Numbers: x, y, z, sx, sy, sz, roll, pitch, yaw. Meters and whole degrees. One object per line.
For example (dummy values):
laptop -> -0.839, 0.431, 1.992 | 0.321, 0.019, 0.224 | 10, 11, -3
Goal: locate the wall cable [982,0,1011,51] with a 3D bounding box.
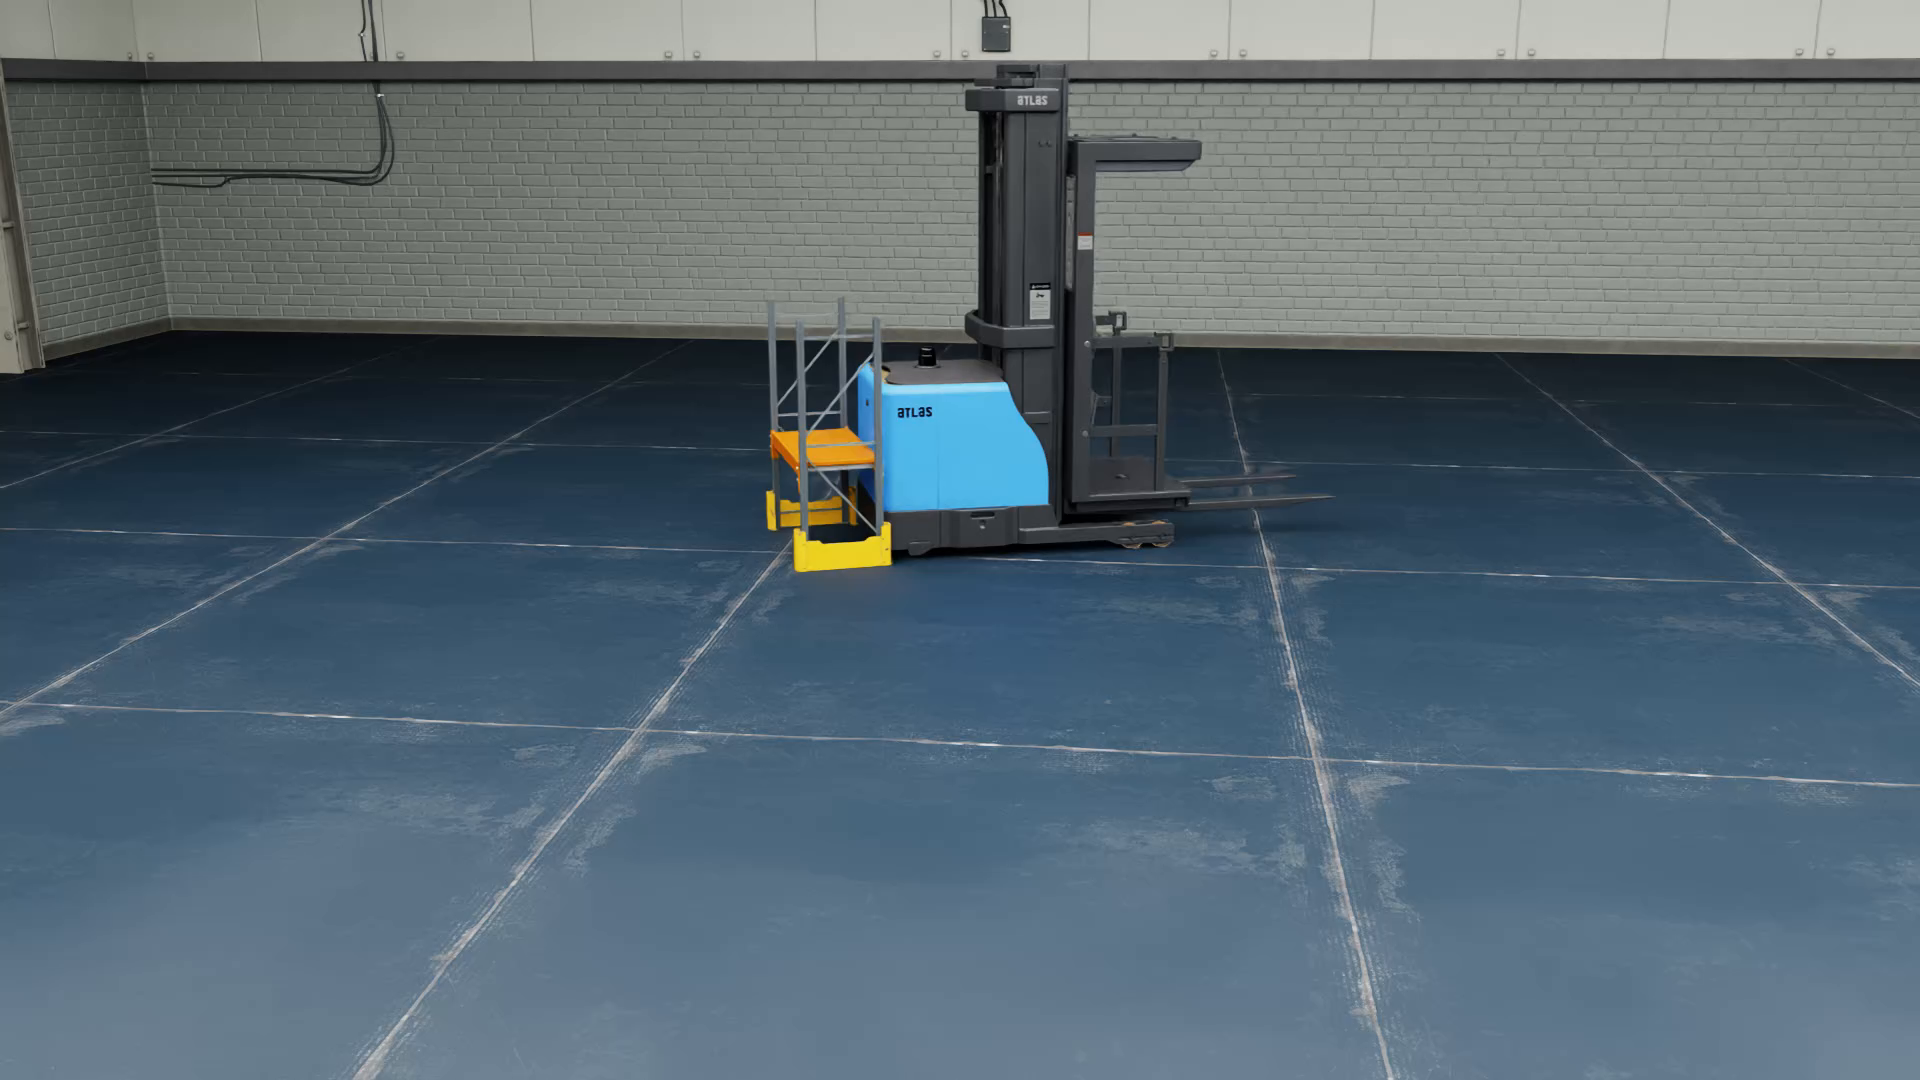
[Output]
wall cable -> 1.385, -8.179, 17.156 | 2.305, 6.003, 0.169 | 2, 15, 6

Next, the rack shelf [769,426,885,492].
rack shelf -> -0.845, -0.516, 10.386 | 0.538, 0.185, 1.000 | -4, 16, -15

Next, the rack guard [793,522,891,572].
rack guard -> -0.708, 0.041, 10.031 | 0.587, 0.250, 0.087 | -4, 16, -15

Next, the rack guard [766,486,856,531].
rack guard -> -0.976, -0.209, 10.957 | 0.587, 0.250, 0.087 | -4, 16, -15

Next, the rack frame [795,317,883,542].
rack frame -> -0.708, -0.562, 9.866 | 0.500, 1.500, 0.032 | -4, 16, -15

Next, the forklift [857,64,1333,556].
forklift -> 0.890, -1.490, 10.556 | 3.031, 2.935, 1.130 | -3, 15, -11

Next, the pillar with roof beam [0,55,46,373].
pillar with roof beam -> -5.415, -5.970, 15.499 | 9.100, 9.000, 0.400 | 2, 15, 6

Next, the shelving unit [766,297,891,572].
shelving unit -> -0.842, -0.687, 10.330 | 0.587, 1.500, 1.083 | -4, 16, -15

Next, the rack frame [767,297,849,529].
rack frame -> -0.982, -0.817, 10.811 | 0.500, 1.500, 0.032 | -4, 16, -15

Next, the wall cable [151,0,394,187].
wall cable -> -8.046, -5.323, 19.055 | 3.097, 2.526, 0.112 | 2, 15, 6
